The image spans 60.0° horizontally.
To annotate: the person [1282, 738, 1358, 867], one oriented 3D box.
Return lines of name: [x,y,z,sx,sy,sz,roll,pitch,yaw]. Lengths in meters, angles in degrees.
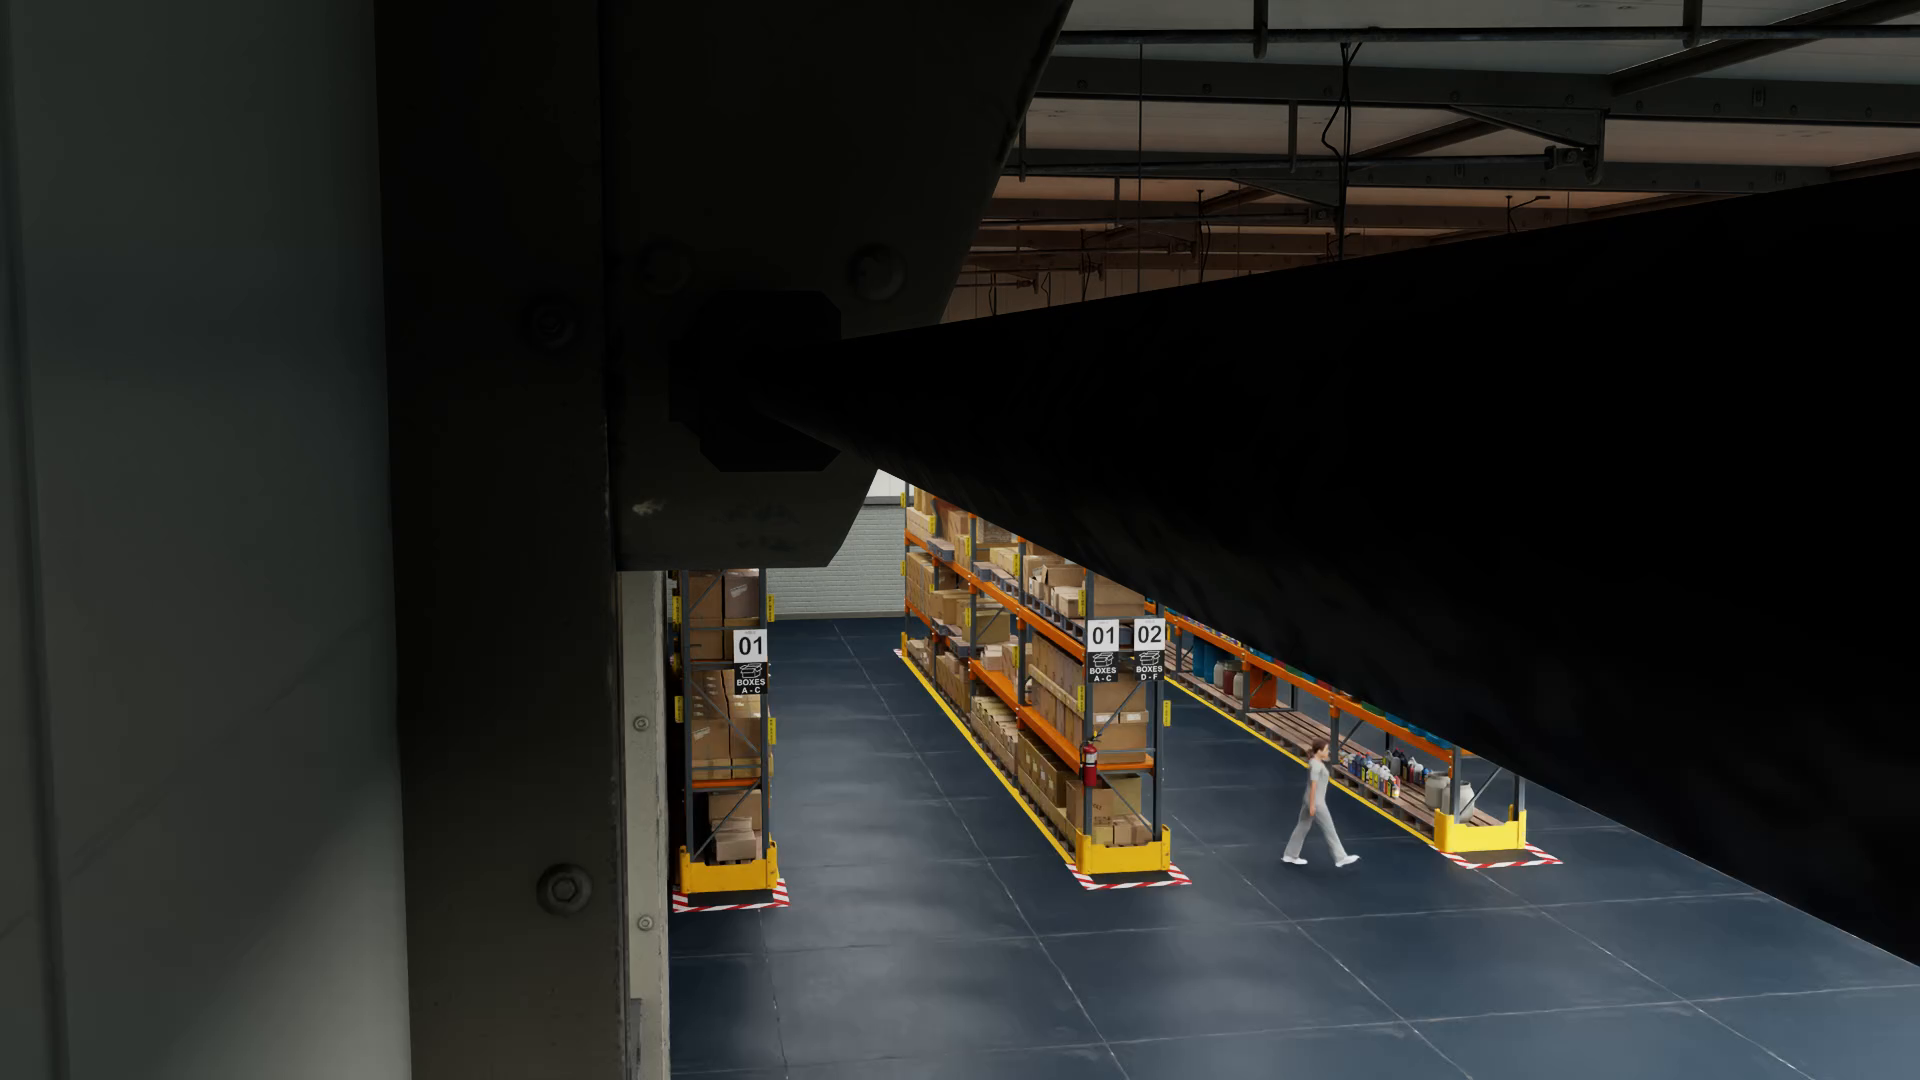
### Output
person: [4.584,3.328,21.128,0.925,1.643,0.452,0,6,4]
